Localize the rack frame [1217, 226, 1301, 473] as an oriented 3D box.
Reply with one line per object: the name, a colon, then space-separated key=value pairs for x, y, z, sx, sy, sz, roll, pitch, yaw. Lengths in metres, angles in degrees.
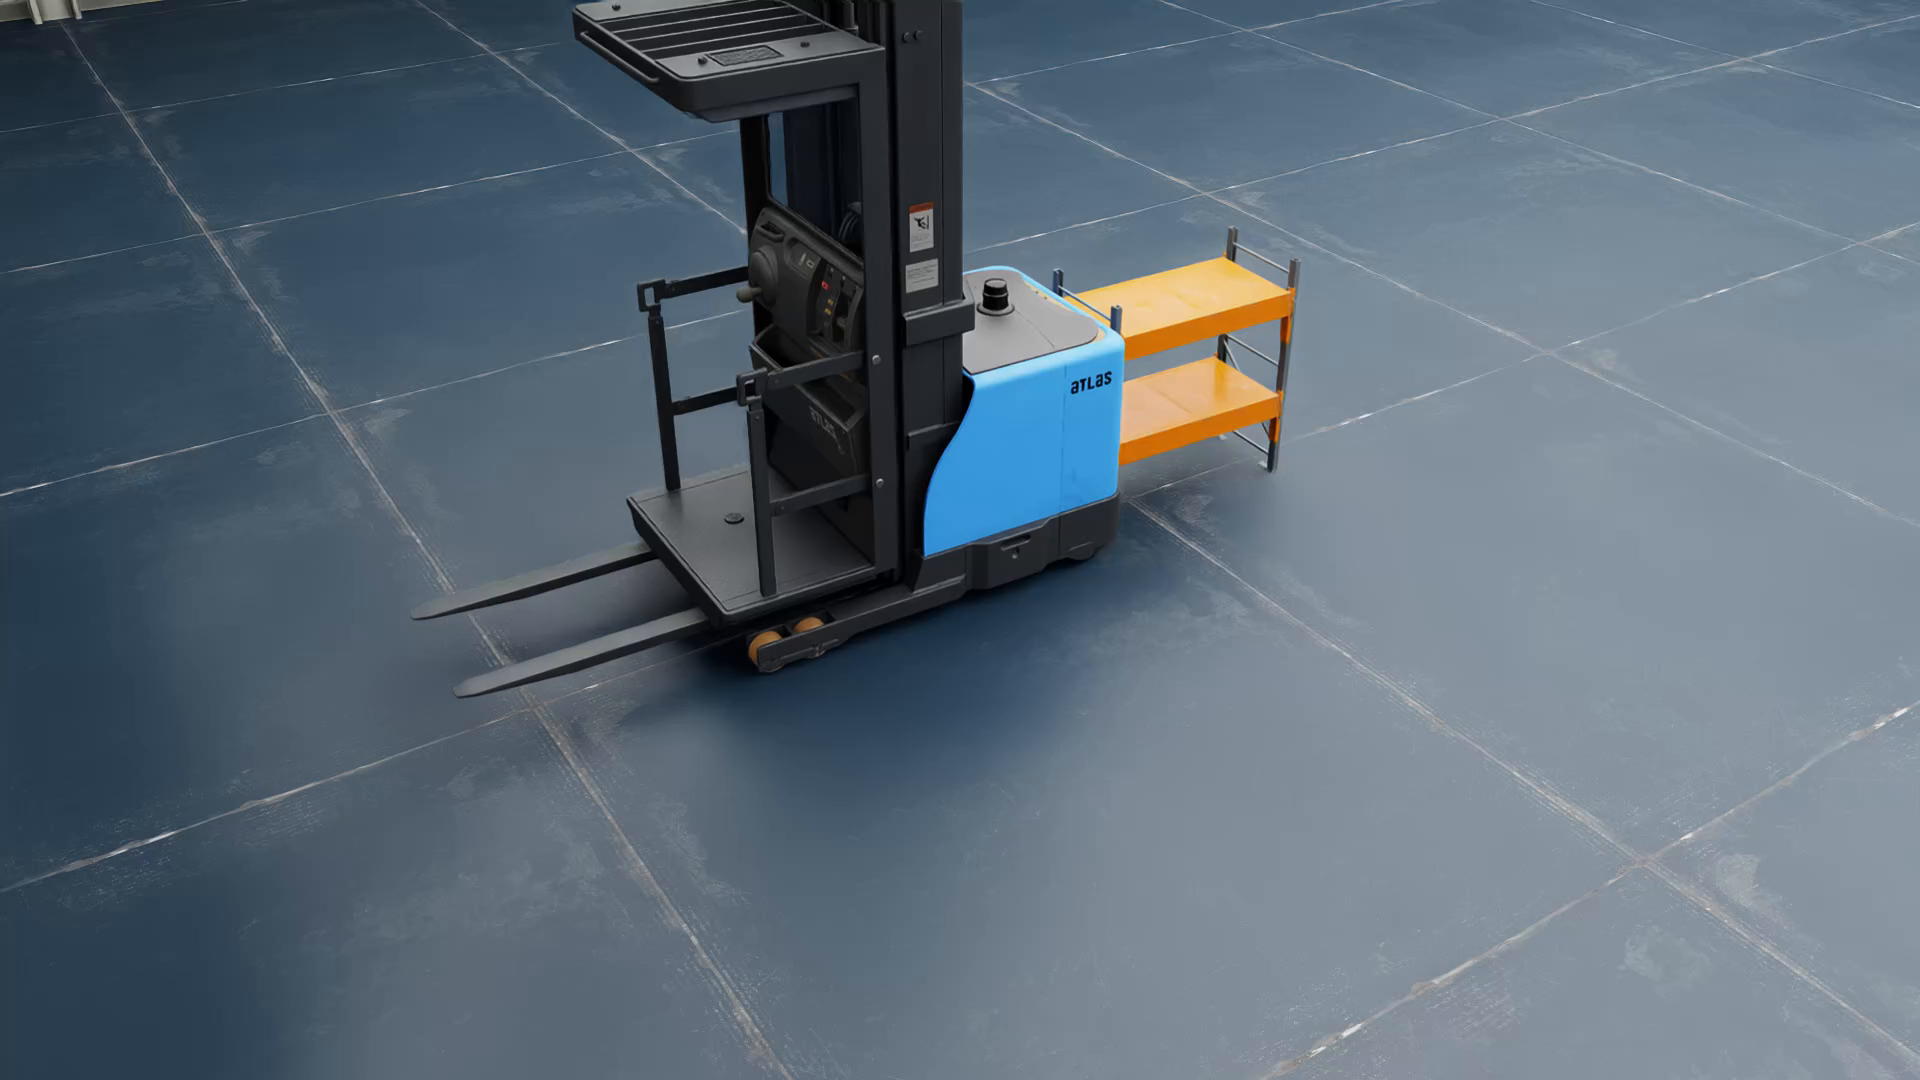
rack frame: x=1.439 y=-0.928 z=8.166 sx=0.032 sy=1.125 sz=0.500 roll=-18 pitch=36 yaw=-26

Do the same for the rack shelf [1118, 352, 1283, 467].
rack shelf: x=1.003 y=-0.581 z=8.076 sx=1.000 sy=0.278 sz=0.538 roll=-18 pitch=36 yaw=-26

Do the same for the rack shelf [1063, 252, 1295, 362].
rack shelf: x=1.003 y=-1.036 z=7.789 sx=1.000 sy=0.278 sz=0.538 roll=-18 pitch=36 yaw=-26

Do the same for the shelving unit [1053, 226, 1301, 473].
shelving unit: x=1.003 y=-0.788 z=7.945 sx=1.048 sy=1.125 sz=0.538 roll=-18 pitch=36 yaw=-26

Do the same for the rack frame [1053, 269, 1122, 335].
rack frame: x=0.567 y=-0.649 z=7.724 sx=0.032 sy=1.125 sz=0.500 roll=-18 pitch=36 yaw=-26

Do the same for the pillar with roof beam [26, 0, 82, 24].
pillar with roof beam: x=-6.056 y=-6.726 z=9.978 sx=0.400 sy=9.000 sz=9.100 roll=-19 pitch=37 yaw=-27

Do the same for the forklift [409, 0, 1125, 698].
forklift: x=-0.803 y=-1.015 z=6.612 sx=3.031 sy=2.935 sz=1.130 roll=-18 pitch=36 yaw=-26
